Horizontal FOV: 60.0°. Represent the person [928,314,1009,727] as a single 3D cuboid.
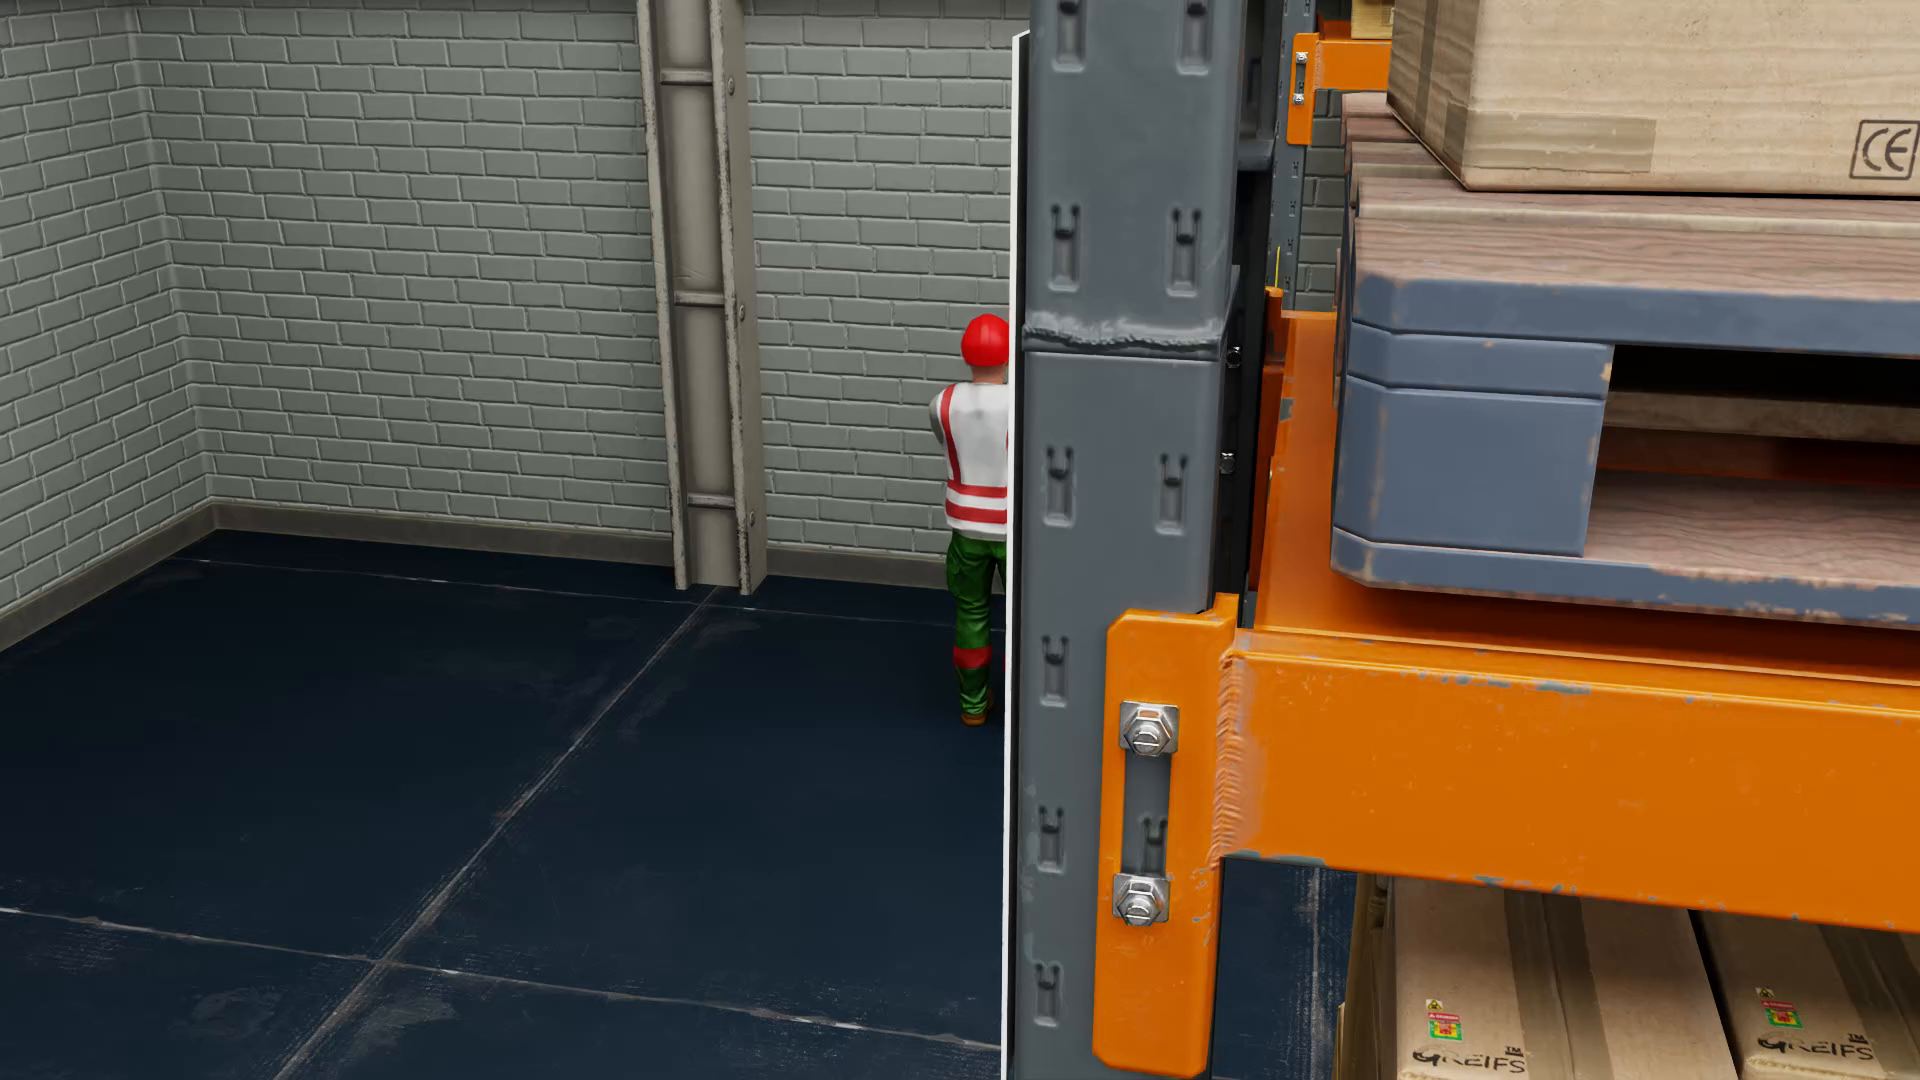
[{"bbox_3d":[0.155,-0.085,6.778,0.494,1.782,0.564,5,22,14],"label":"person"}]
